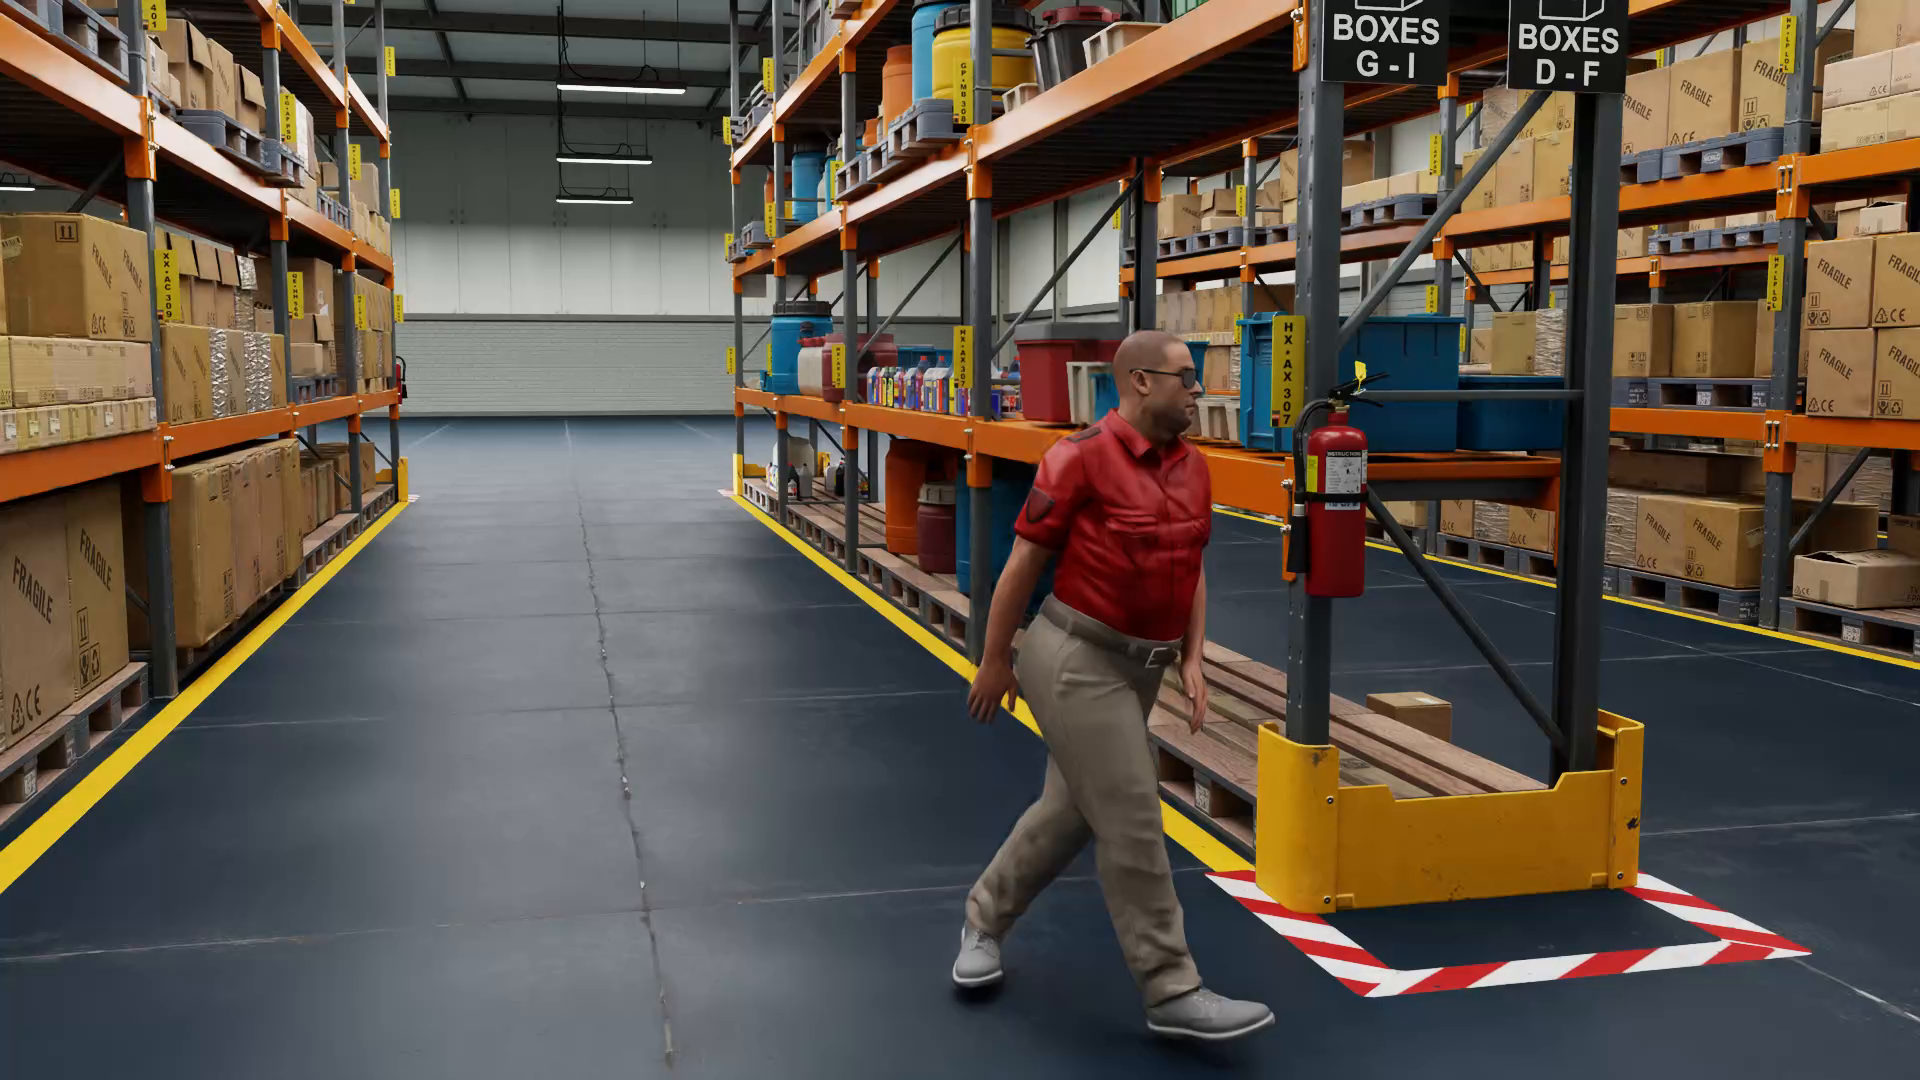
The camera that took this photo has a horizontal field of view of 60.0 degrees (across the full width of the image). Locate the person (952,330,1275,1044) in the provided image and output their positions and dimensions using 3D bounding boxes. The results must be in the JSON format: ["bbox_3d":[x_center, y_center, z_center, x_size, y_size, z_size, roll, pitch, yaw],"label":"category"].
[{"bbox_3d":[0.410,0.322,4.085,0.957,1.664,0.555,5,8,42],"label":"person"}]
